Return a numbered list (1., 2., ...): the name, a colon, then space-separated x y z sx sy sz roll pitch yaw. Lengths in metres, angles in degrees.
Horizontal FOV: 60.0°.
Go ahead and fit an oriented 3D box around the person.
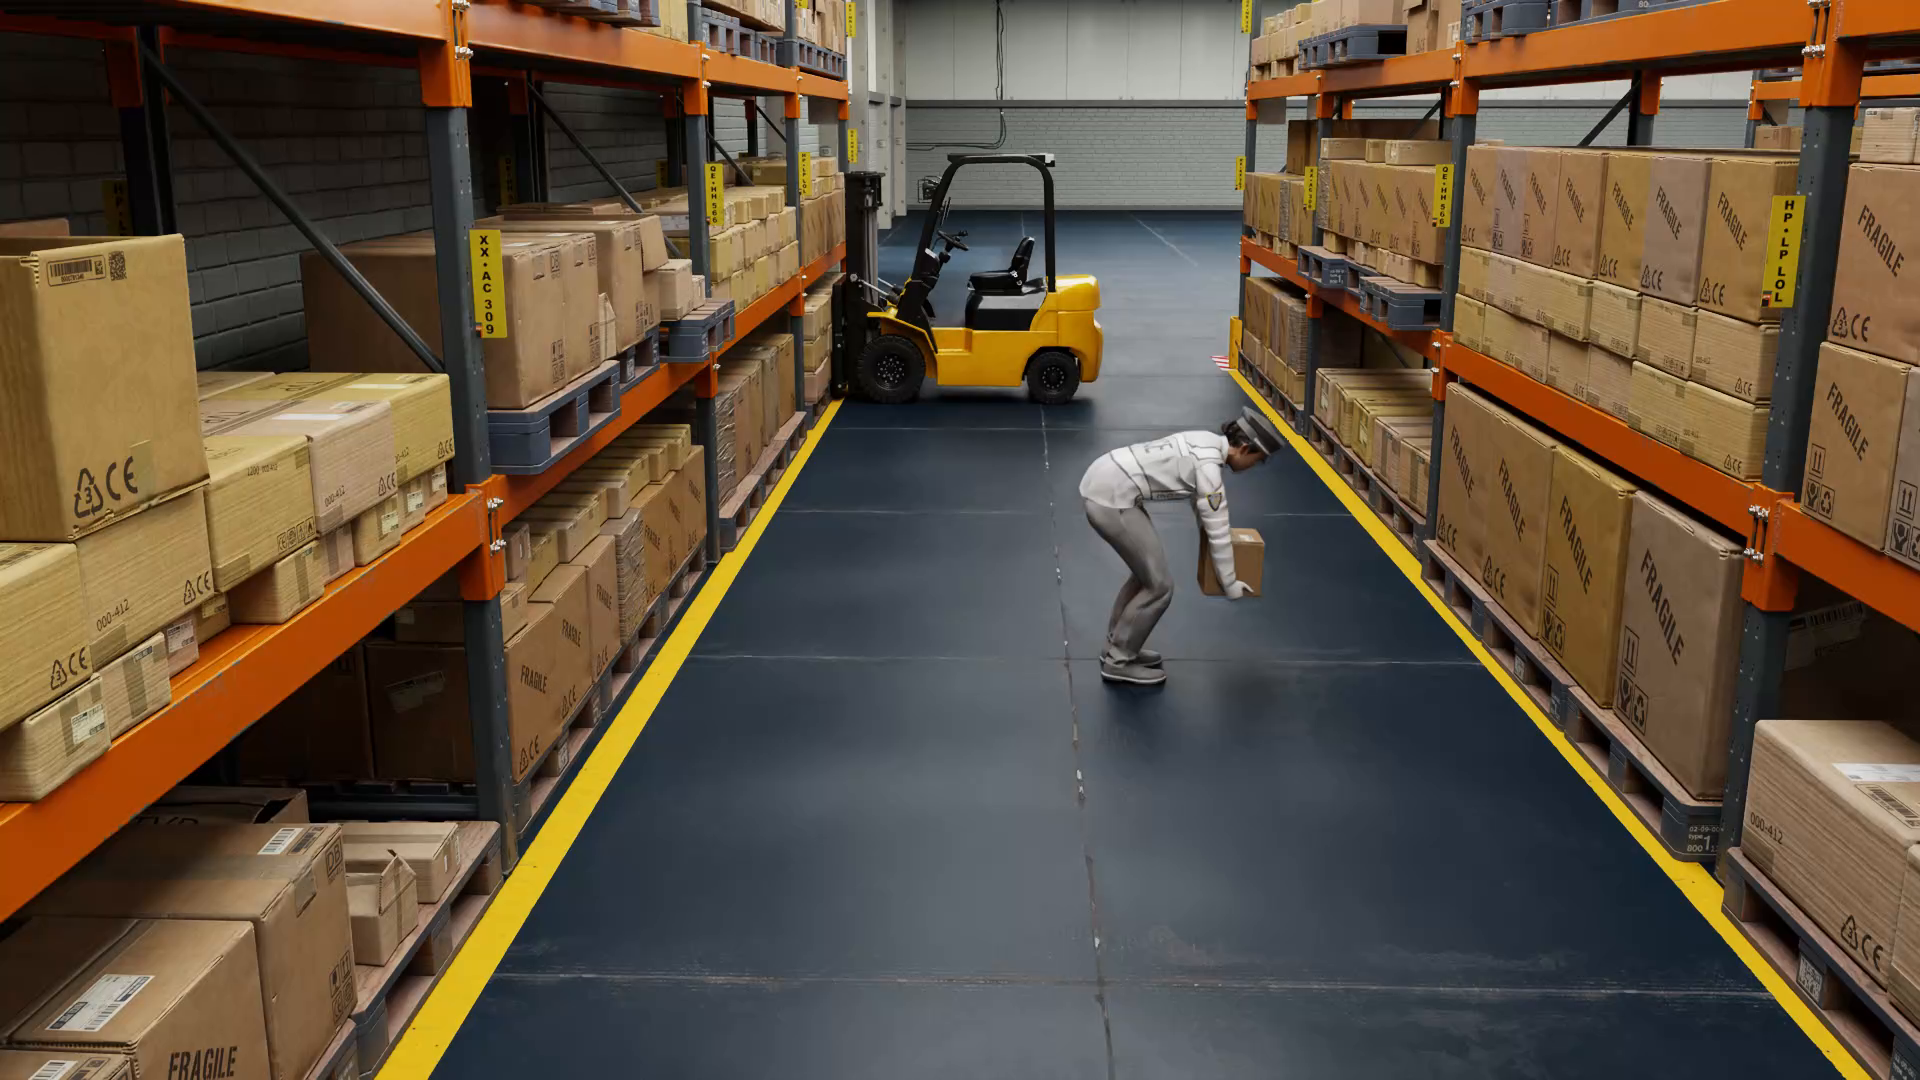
1. person: 0.978 0.014 7.379 0.903 1.215 0.428 0 14 0
